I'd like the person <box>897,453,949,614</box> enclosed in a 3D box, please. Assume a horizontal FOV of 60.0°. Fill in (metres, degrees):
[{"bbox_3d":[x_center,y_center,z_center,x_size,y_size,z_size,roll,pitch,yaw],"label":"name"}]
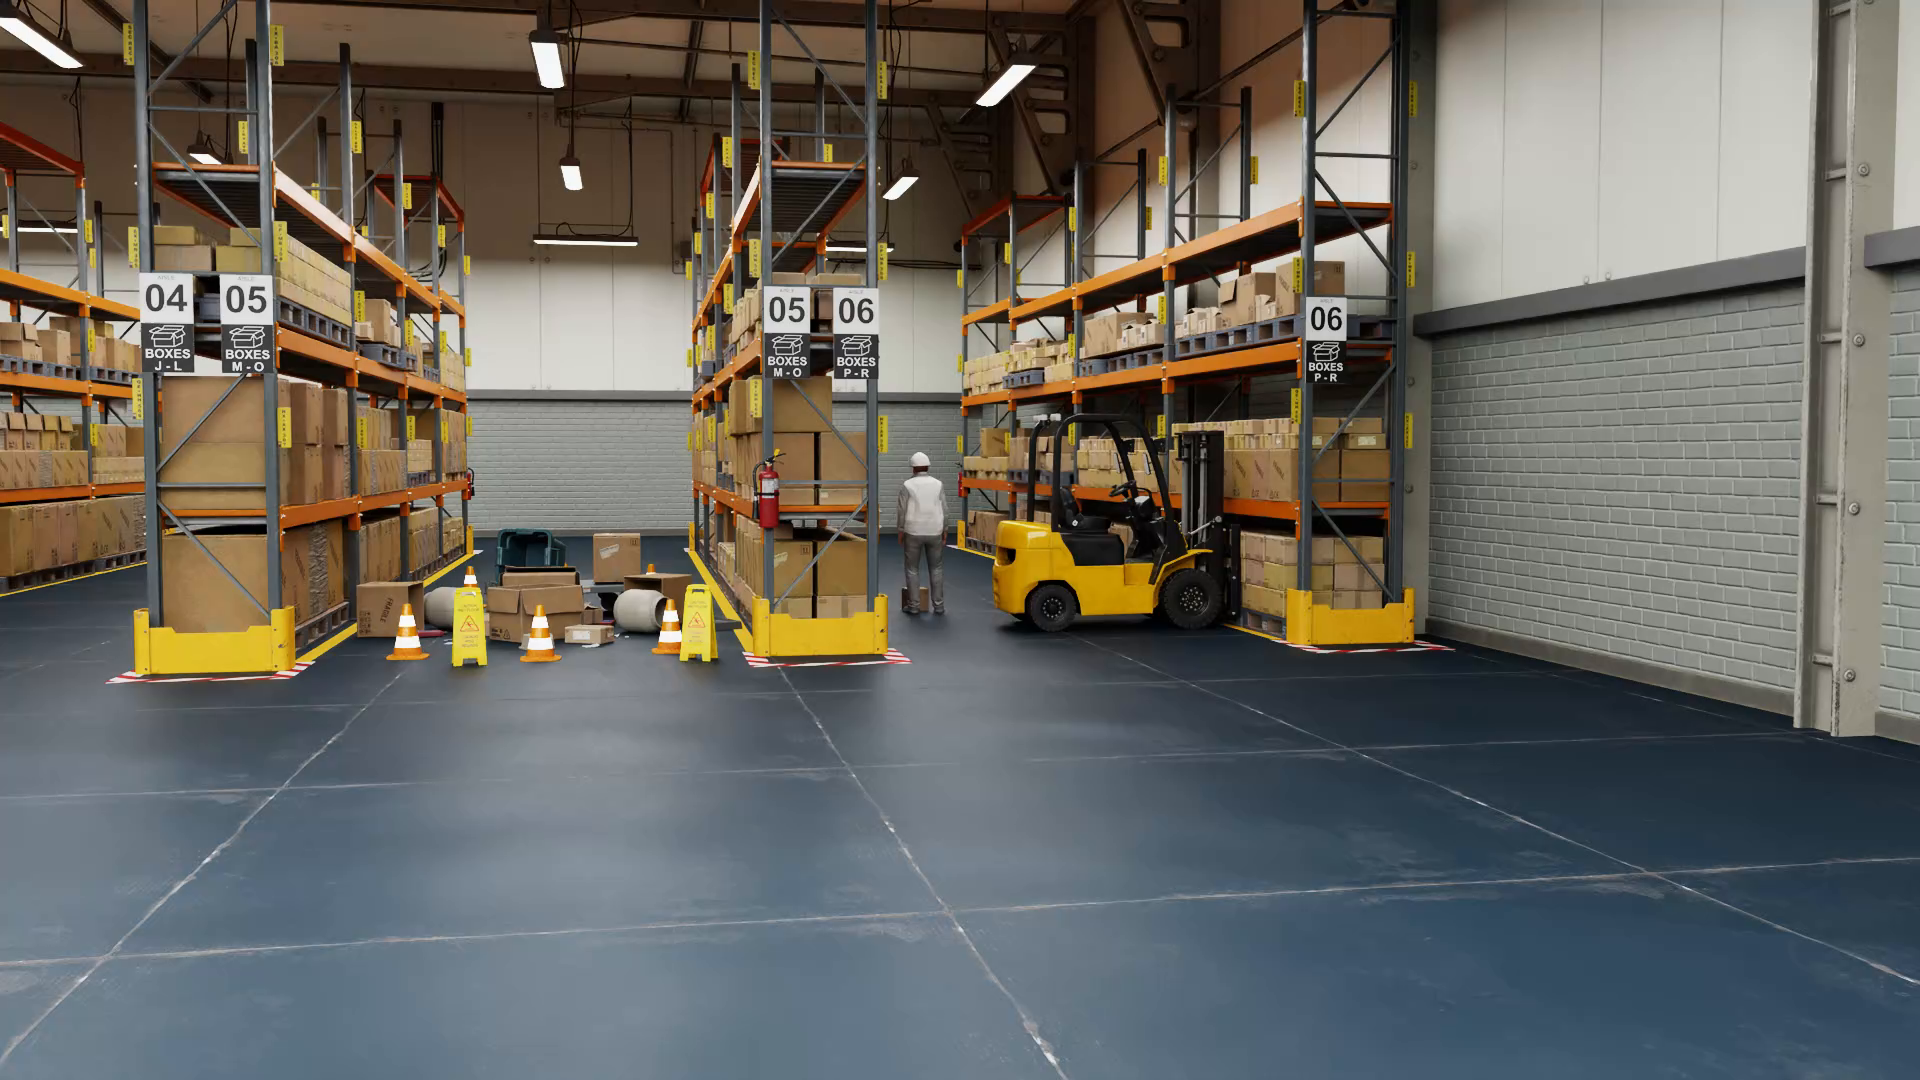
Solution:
[{"bbox_3d":[-0.412,-0.081,18.394,0.579,1.770,0.465,-1,3,-15],"label":"person"}]
